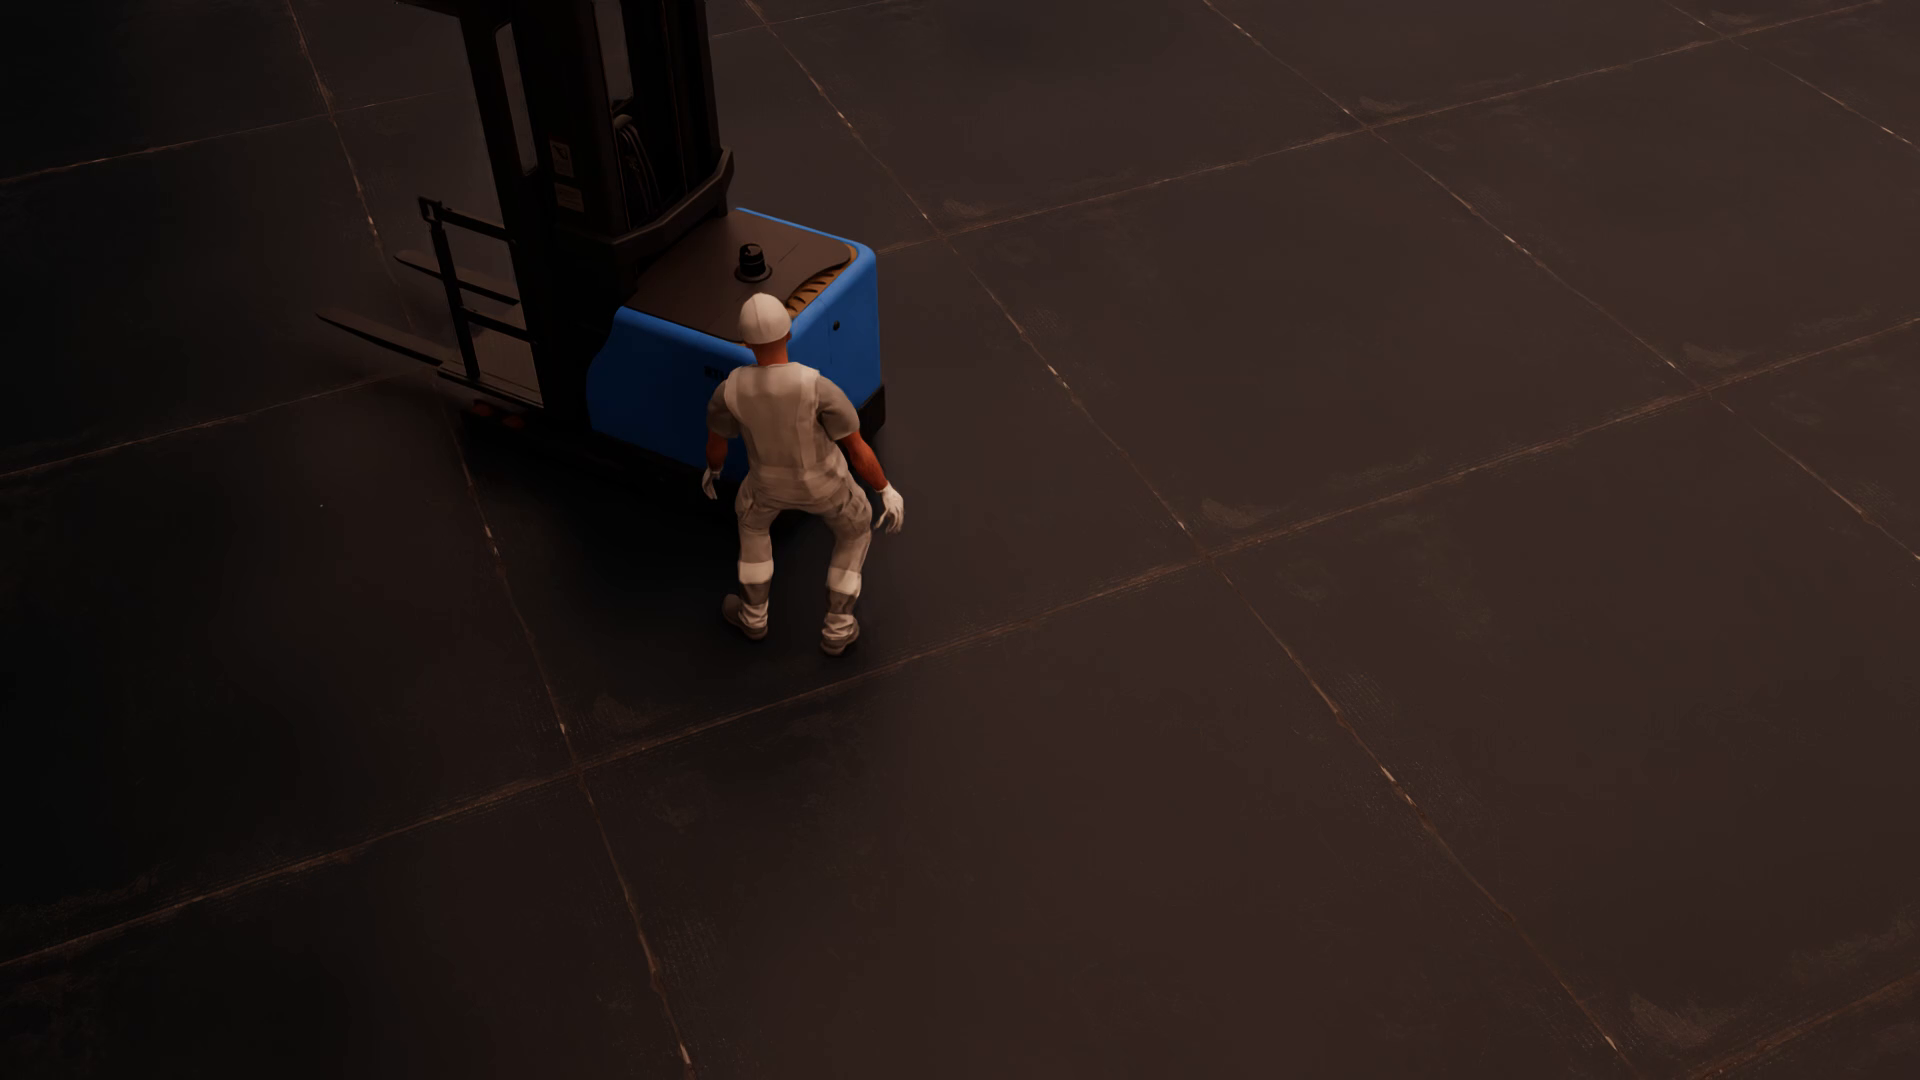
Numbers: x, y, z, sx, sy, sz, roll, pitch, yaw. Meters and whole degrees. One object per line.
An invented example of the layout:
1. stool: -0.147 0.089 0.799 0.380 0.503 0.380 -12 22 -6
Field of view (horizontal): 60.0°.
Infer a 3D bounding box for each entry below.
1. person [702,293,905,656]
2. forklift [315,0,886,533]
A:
1. person: -0.655 -0.232 6.836 0.911 1.697 0.484 10 44 11
2. forklift: -1.920 -1.827 7.638 3.031 2.935 1.130 20 47 20
